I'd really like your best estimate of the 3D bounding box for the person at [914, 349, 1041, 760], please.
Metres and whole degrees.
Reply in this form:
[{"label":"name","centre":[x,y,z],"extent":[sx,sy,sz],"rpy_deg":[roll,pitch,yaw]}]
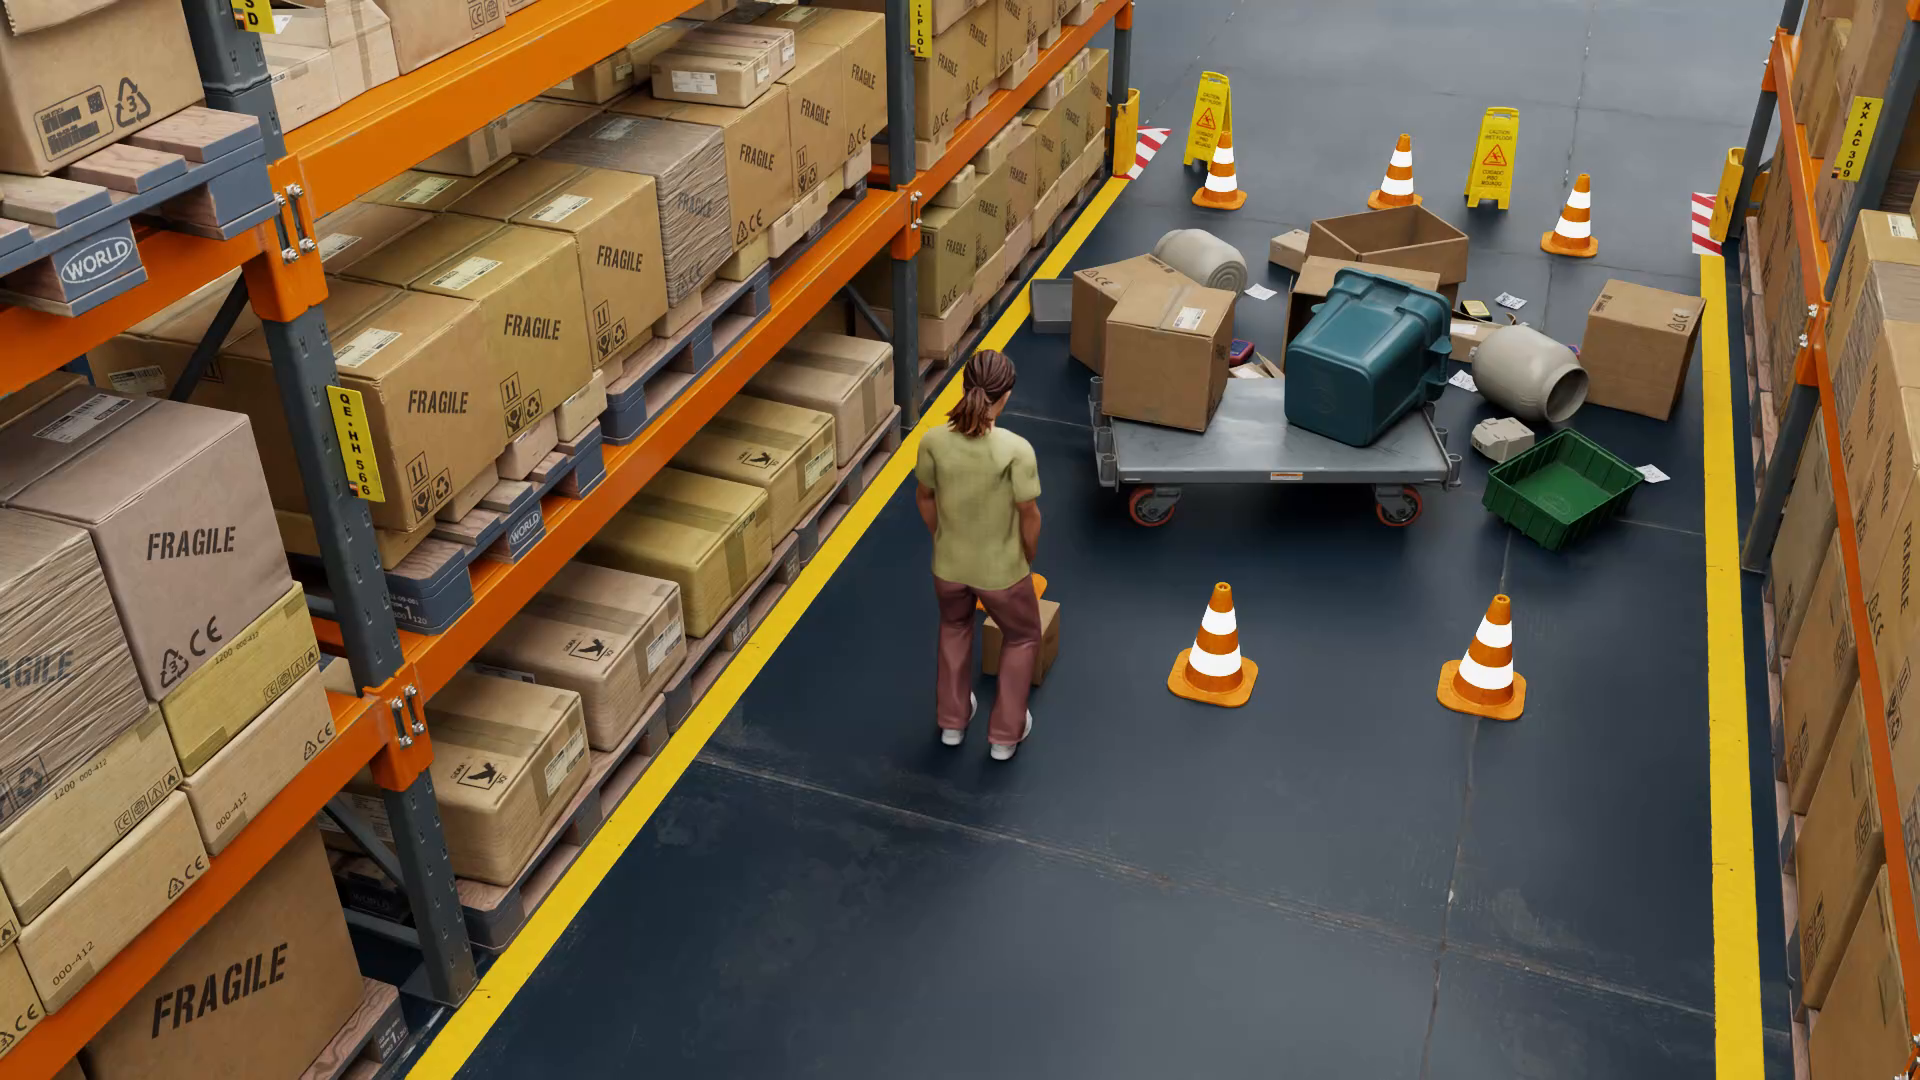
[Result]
[{"label":"person","centre":[0.069,0.074,6.092],"extent":[0.474,1.616,0.406],"rpy_deg":[12,35,18]}]
